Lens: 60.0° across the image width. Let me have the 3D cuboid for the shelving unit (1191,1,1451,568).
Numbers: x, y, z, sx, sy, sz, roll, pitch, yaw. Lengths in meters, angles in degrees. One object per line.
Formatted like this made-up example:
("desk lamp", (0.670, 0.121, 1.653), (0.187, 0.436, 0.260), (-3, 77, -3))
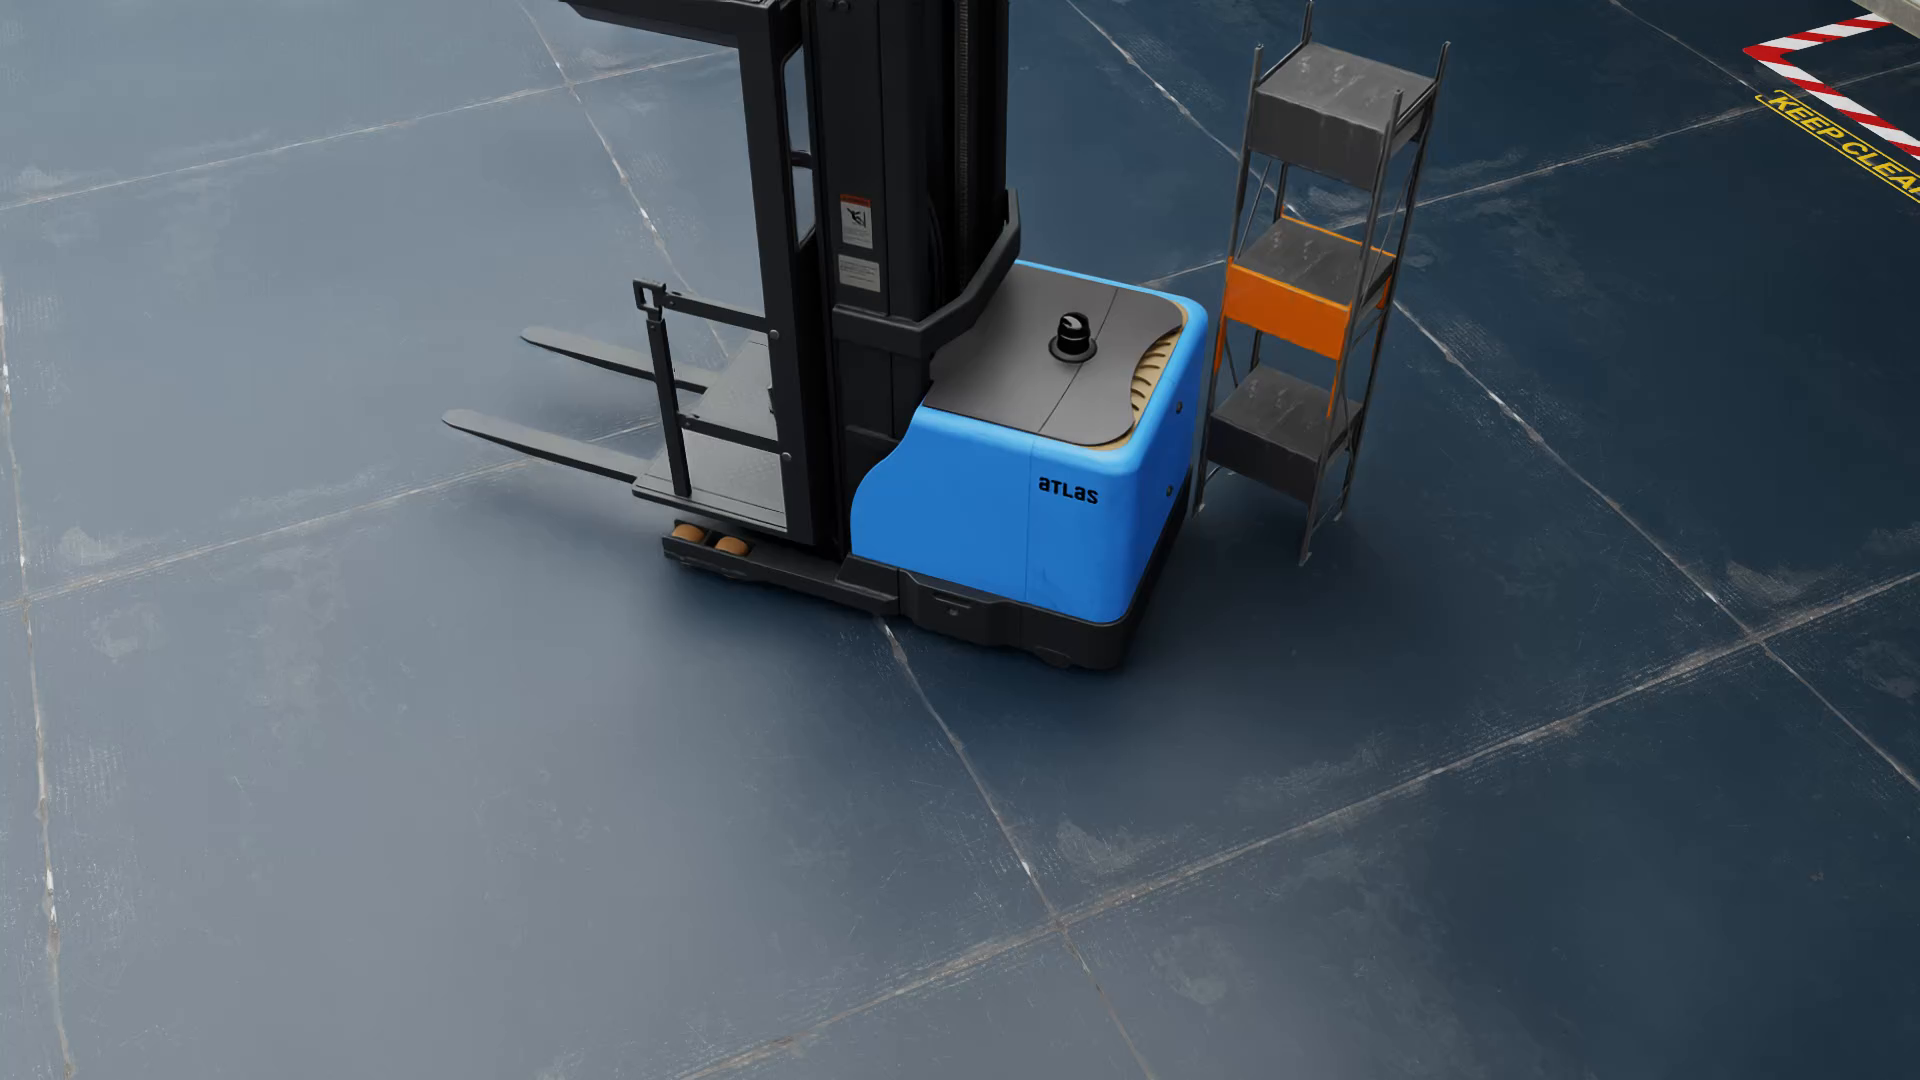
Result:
("shelving unit", (1.273, -0.853, 6.120), (0.503, 2.100, 0.431), (26, 50, 24))

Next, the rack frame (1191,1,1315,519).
("rack frame", (1.073, -0.952, 6.220), (0.015, 2.100, 0.400), (26, 50, 24))

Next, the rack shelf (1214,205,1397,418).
("rack shelf", (1.273, -0.844, 6.129), (0.480, 0.518, 0.431), (26, 50, 24))

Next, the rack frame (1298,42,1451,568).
("rack frame", (1.473, -0.755, 6.020), (0.015, 2.100, 0.400), (26, 50, 24))

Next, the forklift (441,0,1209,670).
("forklift", (-0.641, -1.221, 5.900), (3.031, 2.935, 1.130), (15, 47, 15))

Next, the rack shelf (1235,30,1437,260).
("rack shelf", (1.273, -1.342, 5.638), (0.480, 0.518, 0.431), (26, 50, 24))

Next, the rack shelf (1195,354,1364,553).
("rack shelf", (1.273, -0.345, 6.621), (0.480, 0.518, 0.431), (26, 50, 24))
